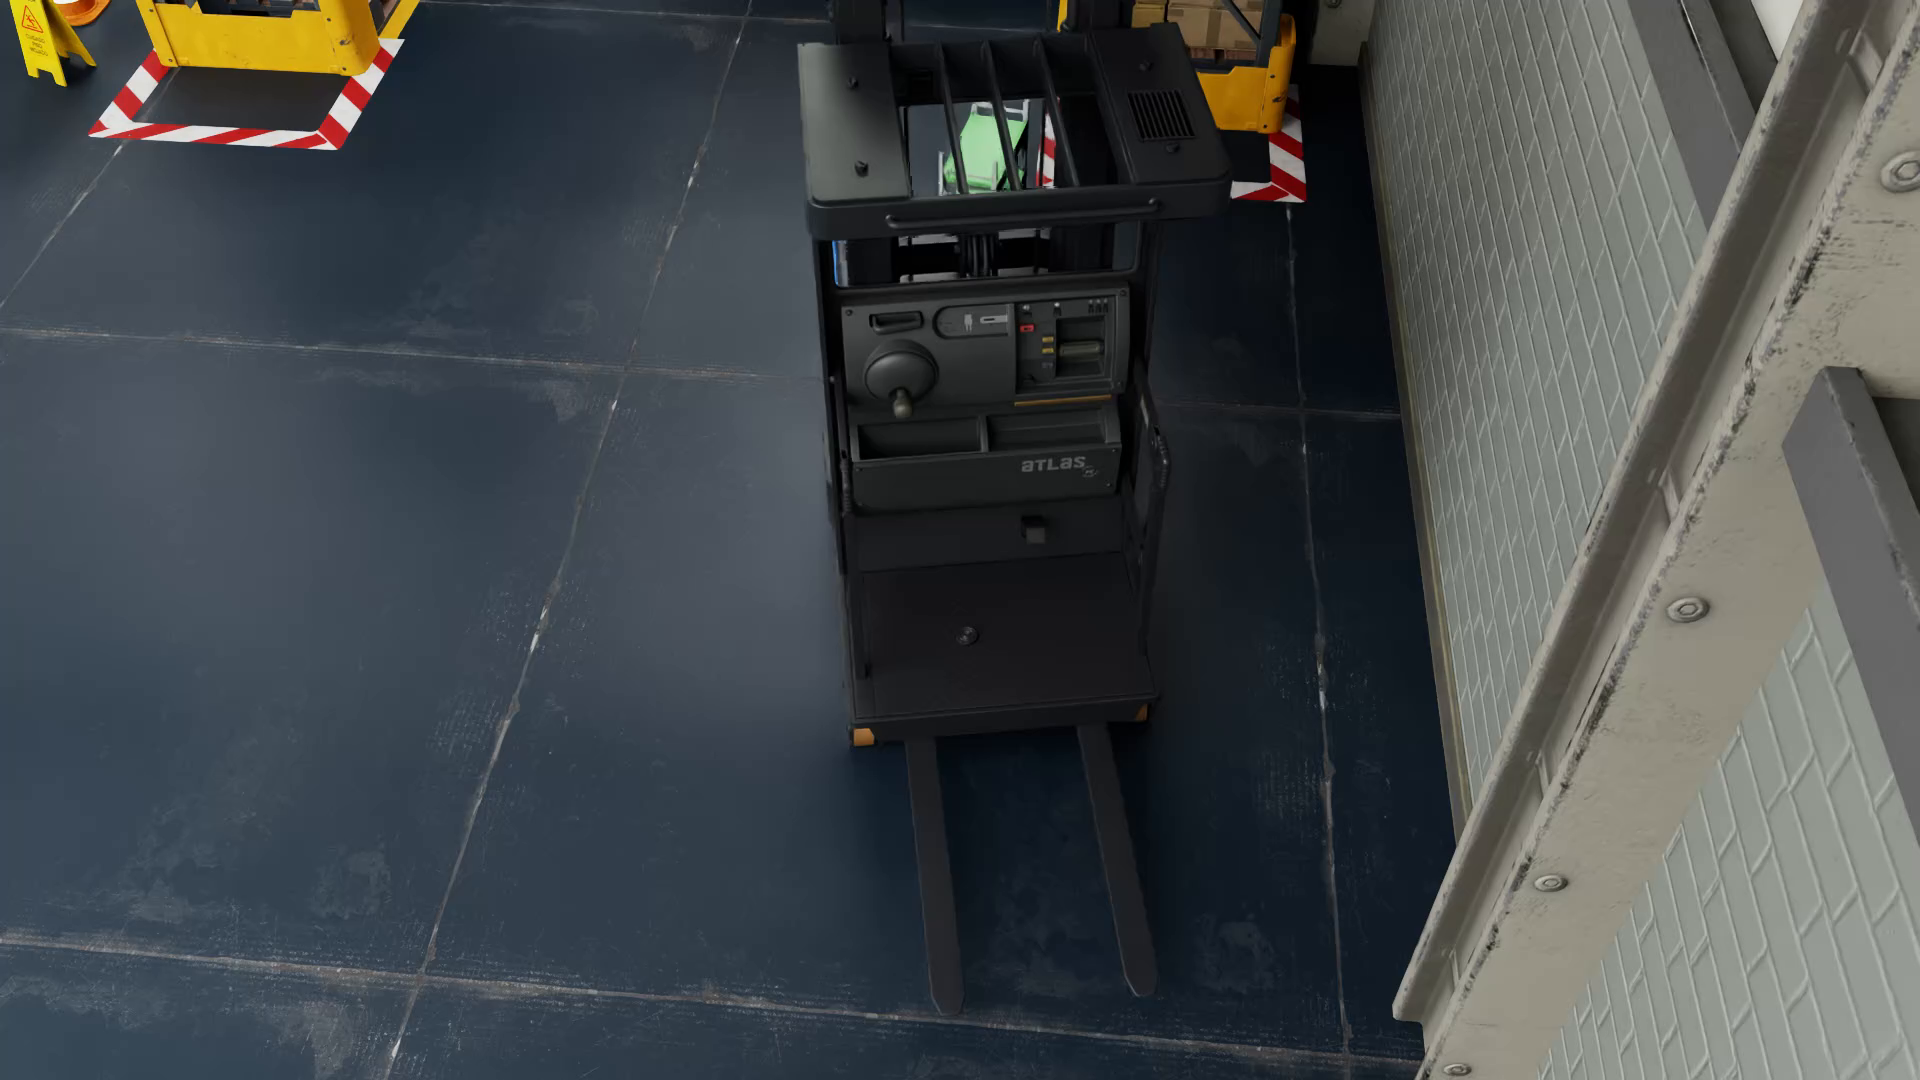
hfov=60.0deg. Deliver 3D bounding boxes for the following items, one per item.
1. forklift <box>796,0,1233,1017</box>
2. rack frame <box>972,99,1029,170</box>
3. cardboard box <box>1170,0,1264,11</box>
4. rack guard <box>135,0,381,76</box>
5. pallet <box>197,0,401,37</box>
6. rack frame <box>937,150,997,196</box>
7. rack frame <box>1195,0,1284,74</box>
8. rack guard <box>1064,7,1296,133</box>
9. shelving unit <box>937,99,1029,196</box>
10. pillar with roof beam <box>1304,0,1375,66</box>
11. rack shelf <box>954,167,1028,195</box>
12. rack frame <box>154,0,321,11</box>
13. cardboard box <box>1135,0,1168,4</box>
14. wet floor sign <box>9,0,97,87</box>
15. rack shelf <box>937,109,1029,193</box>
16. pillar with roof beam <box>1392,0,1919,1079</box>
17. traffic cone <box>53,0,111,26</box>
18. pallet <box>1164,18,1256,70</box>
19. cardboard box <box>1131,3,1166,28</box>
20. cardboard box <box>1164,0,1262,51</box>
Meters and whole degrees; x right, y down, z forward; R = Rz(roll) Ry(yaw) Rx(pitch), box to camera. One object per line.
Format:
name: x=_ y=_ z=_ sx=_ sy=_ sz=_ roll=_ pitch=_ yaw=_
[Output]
forklift: x=0.113 y=-0.513 z=5.233 sx=1.130 sy=2.935 sz=3.031 roll=-5 pitch=48 yaw=-4
rack frame: x=0.165 y=-1.439 z=7.253 sx=0.240 sy=1.200 sz=0.015 roll=12 pitch=49 yaw=11
cardboard box: x=1.370 y=-3.031 z=8.730 sx=0.500 sy=0.250 sz=0.500 roll=5 pitch=48 yaw=4
rack guard: x=-3.817 y=-2.860 z=9.027 sx=1.175 sy=0.500 sz=0.348 roll=4 pitch=48 yaw=4
pallet: x=-3.707 y=-3.358 z=9.678 sx=1.003 sy=0.211 sz=1.213 roll=4 pitch=48 yaw=4
rack frame: x=0.029 y=-1.093 z=6.937 sx=0.240 sy=1.200 sz=0.015 roll=12 pitch=49 yaw=11
rack frame: x=1.120 y=-3.317 z=7.751 sx=1.000 sy=3.000 sz=0.127 roll=4 pitch=48 yaw=4
rack guard: x=1.118 y=-2.456 z=8.657 sx=1.175 sy=0.500 sz=0.348 roll=4 pitch=48 yaw=4
shelving unit: x=0.097 y=-1.266 z=7.095 sx=0.258 sy=1.200 sz=0.503 roll=12 pitch=49 yaw=11
pillar with roof beam: x=-2.206 y=-6.082 z=6.215 sx=9.100 sy=9.000 sz=0.400 roll=4 pitch=48 yaw=4
rack shelf: x=0.097 y=-1.385 z=6.965 sx=0.258 sy=0.148 sz=0.480 roll=12 pitch=49 yaw=11
rack frame: x=-3.823 y=-3.648 z=8.054 sx=1.000 sy=3.000 sz=0.127 roll=4 pitch=48 yaw=4
cardboard box: x=0.853 y=-3.078 z=8.773 sx=0.500 sy=0.250 sz=0.500 roll=3 pitch=48 yaw=3
wet floor sign: x=-4.906 y=-2.786 z=8.861 sx=0.267 sy=0.644 sz=0.232 roll=19 pitch=50 yaw=17
rack shelf: x=0.097 y=-1.547 z=6.788 sx=0.258 sy=0.148 sz=0.480 roll=12 pitch=49 yaw=11
pillar with roof beam: x=-2.753 y=-1.673 z=2.182 sx=9.100 sy=9.000 sz=0.400 roll=4 pitch=48 yaw=4
traffic cone: x=-5.069 y=-3.195 z=9.358 sx=0.336 sy=0.463 sz=0.334 roll=4 pitch=48 yaw=4
pallet: x=1.148 y=-2.941 z=9.297 sx=1.003 sy=0.211 sz=1.213 roll=4 pitch=48 yaw=4
cardboard box: x=0.848 y=-2.897 z=8.946 sx=0.500 sy=0.250 sz=0.500 roll=4 pitch=48 yaw=4
cardboard box: x=1.359 y=-2.879 z=8.929 sx=0.500 sy=0.250 sz=0.500 roll=4 pitch=48 yaw=4
